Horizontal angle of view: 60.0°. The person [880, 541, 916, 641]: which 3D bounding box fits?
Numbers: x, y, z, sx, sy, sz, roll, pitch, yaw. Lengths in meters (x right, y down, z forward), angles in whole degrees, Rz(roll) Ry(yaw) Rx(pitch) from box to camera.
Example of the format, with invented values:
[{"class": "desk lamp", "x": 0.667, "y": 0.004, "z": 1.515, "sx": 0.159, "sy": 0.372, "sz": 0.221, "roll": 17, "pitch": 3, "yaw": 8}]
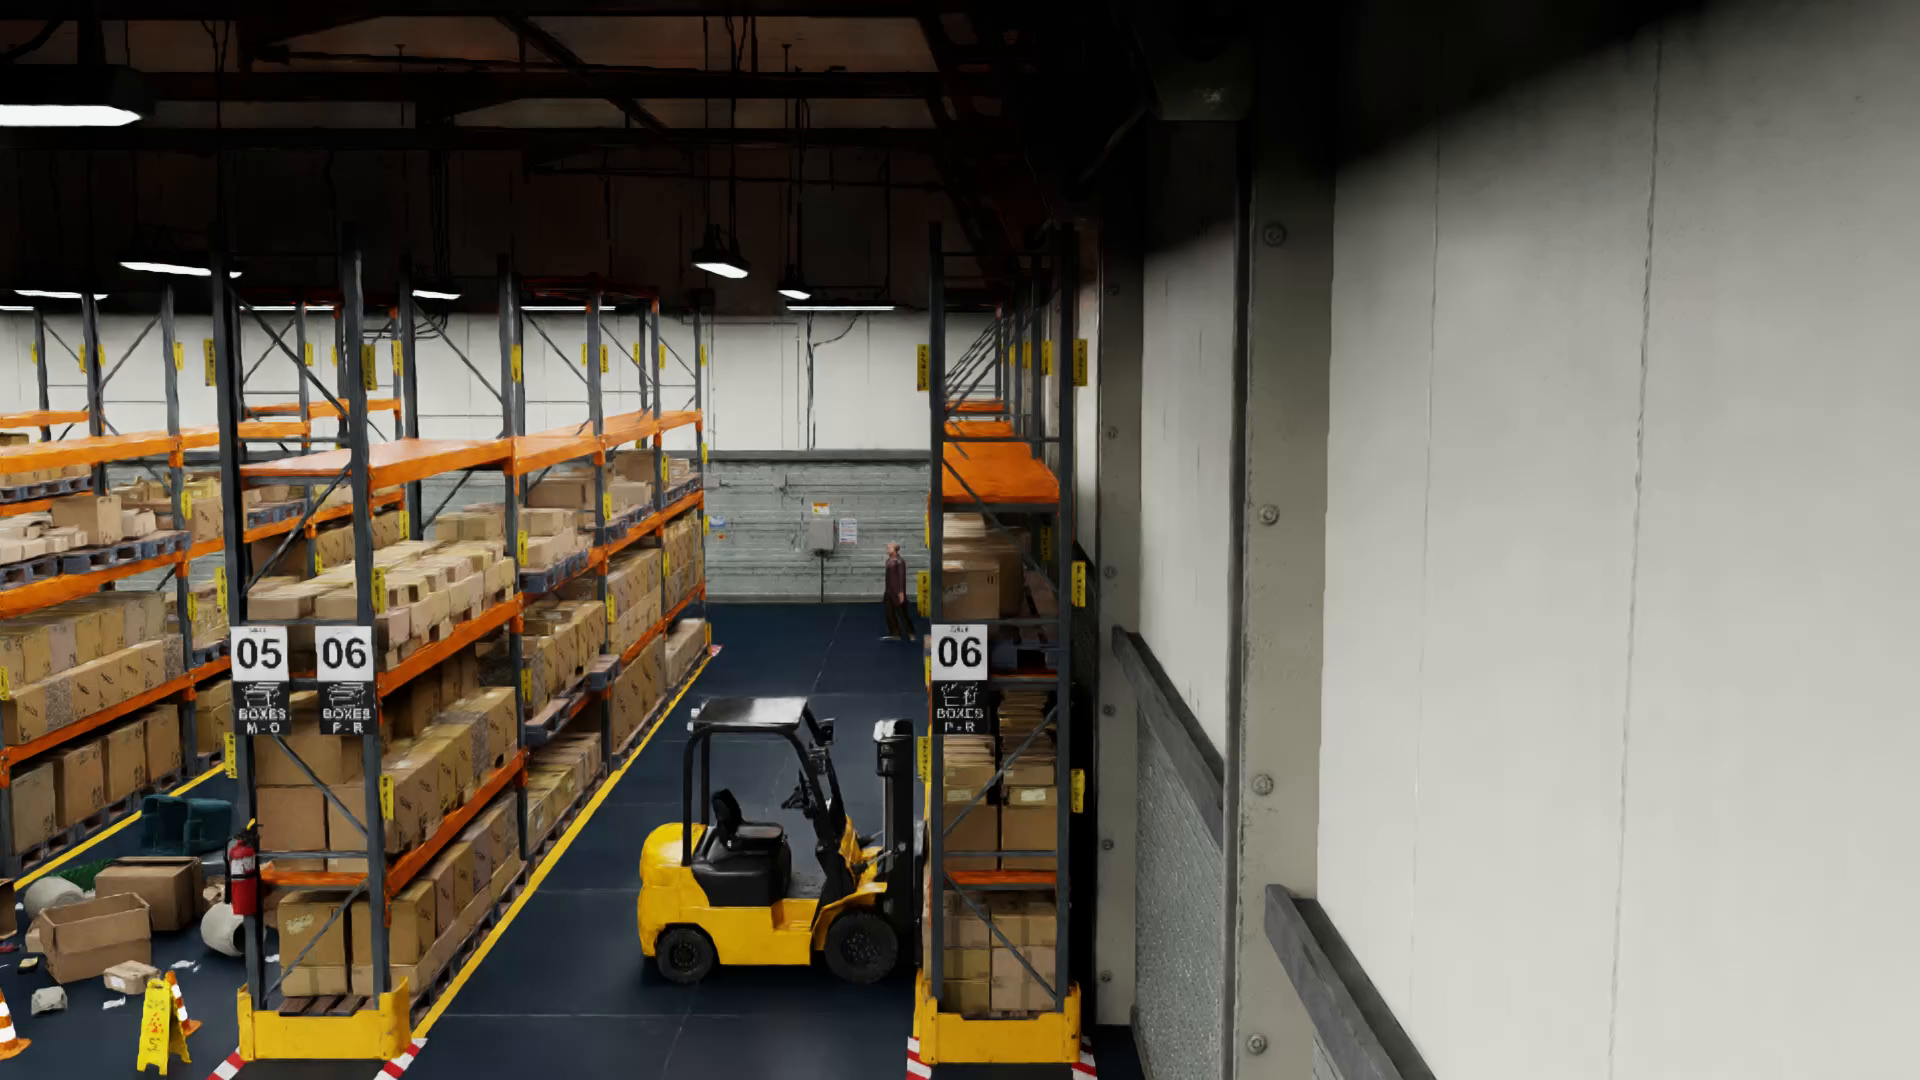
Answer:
[{"class": "person", "x": -1.072, "y": 0.900, "z": 29.114, "sx": 0.588, "sy": 1.769, "sz": 0.687, "roll": -4, "pitch": 8, "yaw": -28}]
